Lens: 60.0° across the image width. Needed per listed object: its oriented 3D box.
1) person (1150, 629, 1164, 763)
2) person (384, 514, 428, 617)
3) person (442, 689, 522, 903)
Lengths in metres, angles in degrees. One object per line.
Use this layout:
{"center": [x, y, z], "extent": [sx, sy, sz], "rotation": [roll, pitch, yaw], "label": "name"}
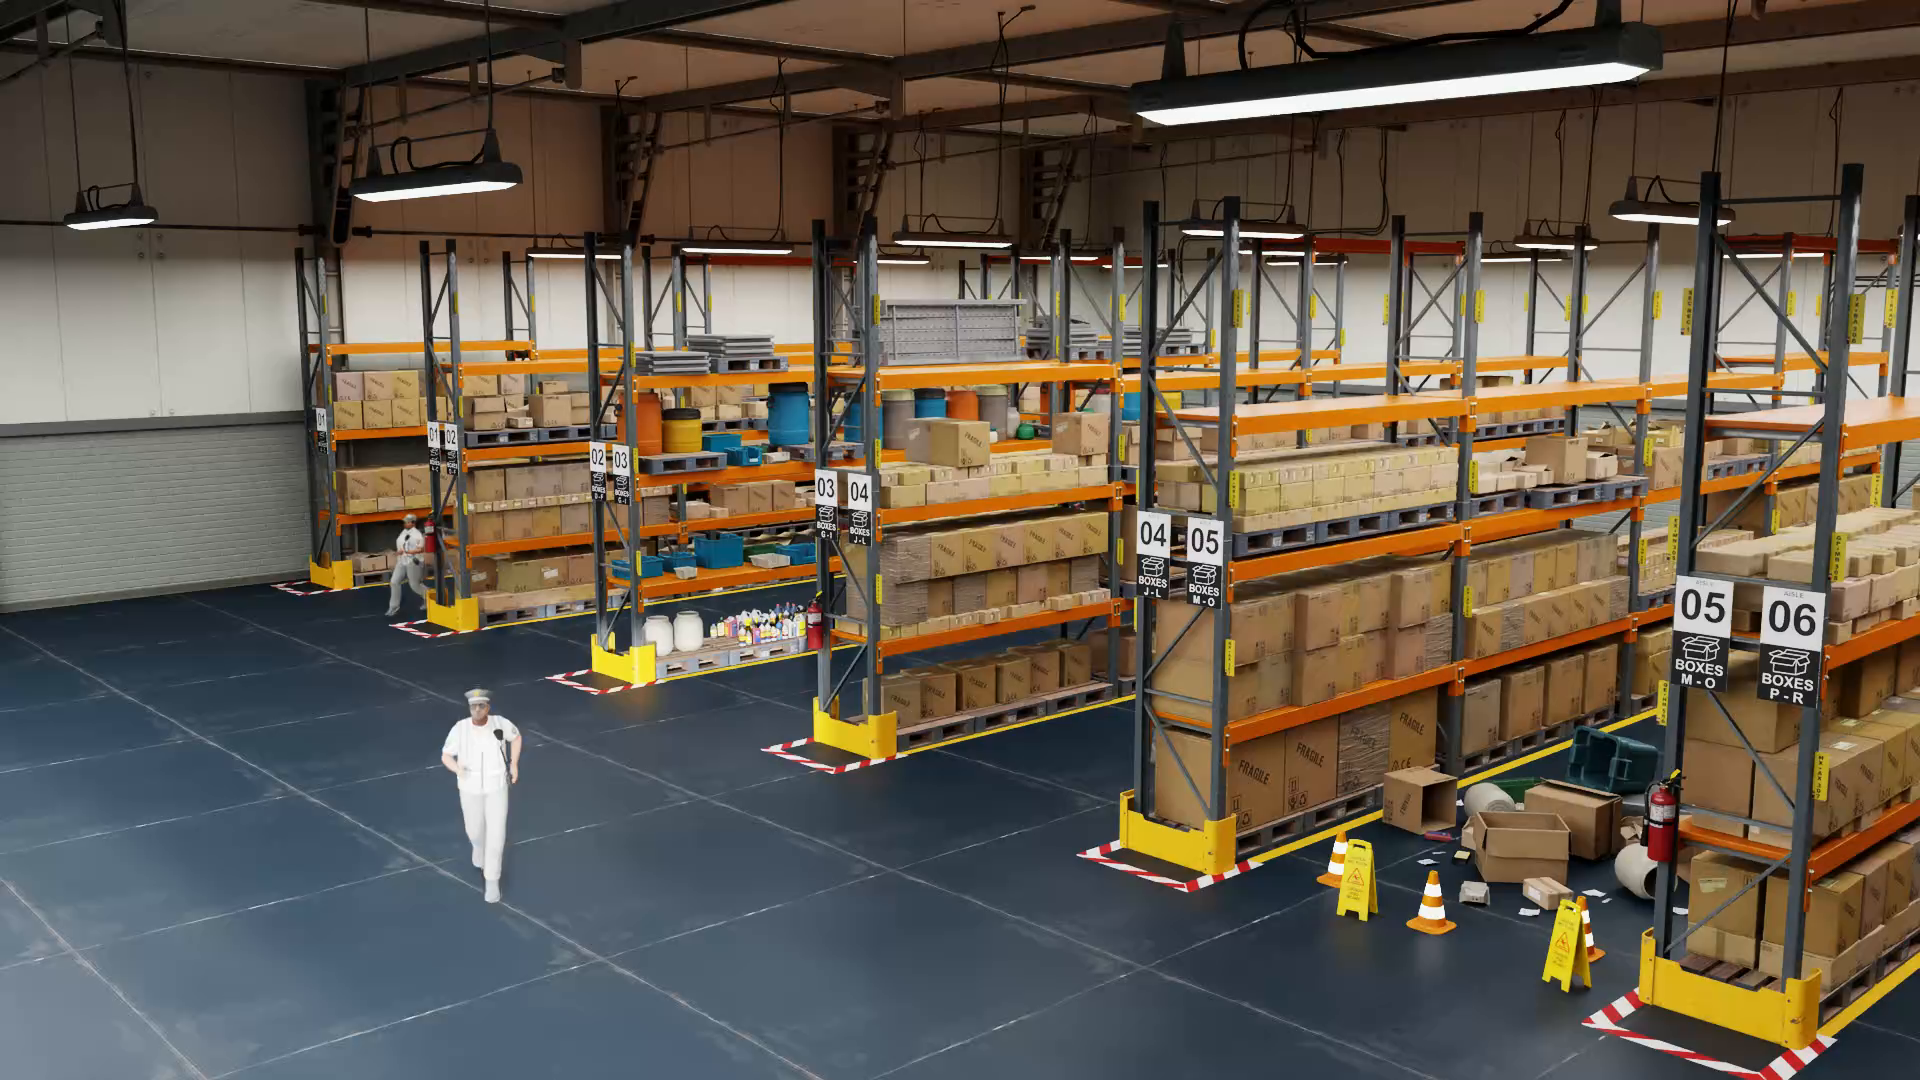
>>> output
{"center": [2.360, 1.598, 18.536], "extent": [0.644, 1.843, 0.762], "rotation": [6, 11, 37], "label": "person"}
{"center": [-8.931, 0.402, 27.064], "extent": [0.621, 1.685, 0.831], "rotation": [7, 11, 38], "label": "person"}
{"center": [-4.177, 2.170, 14.582], "extent": [0.674, 1.790, 0.980], "rotation": [-2, 9, -14], "label": "person"}
